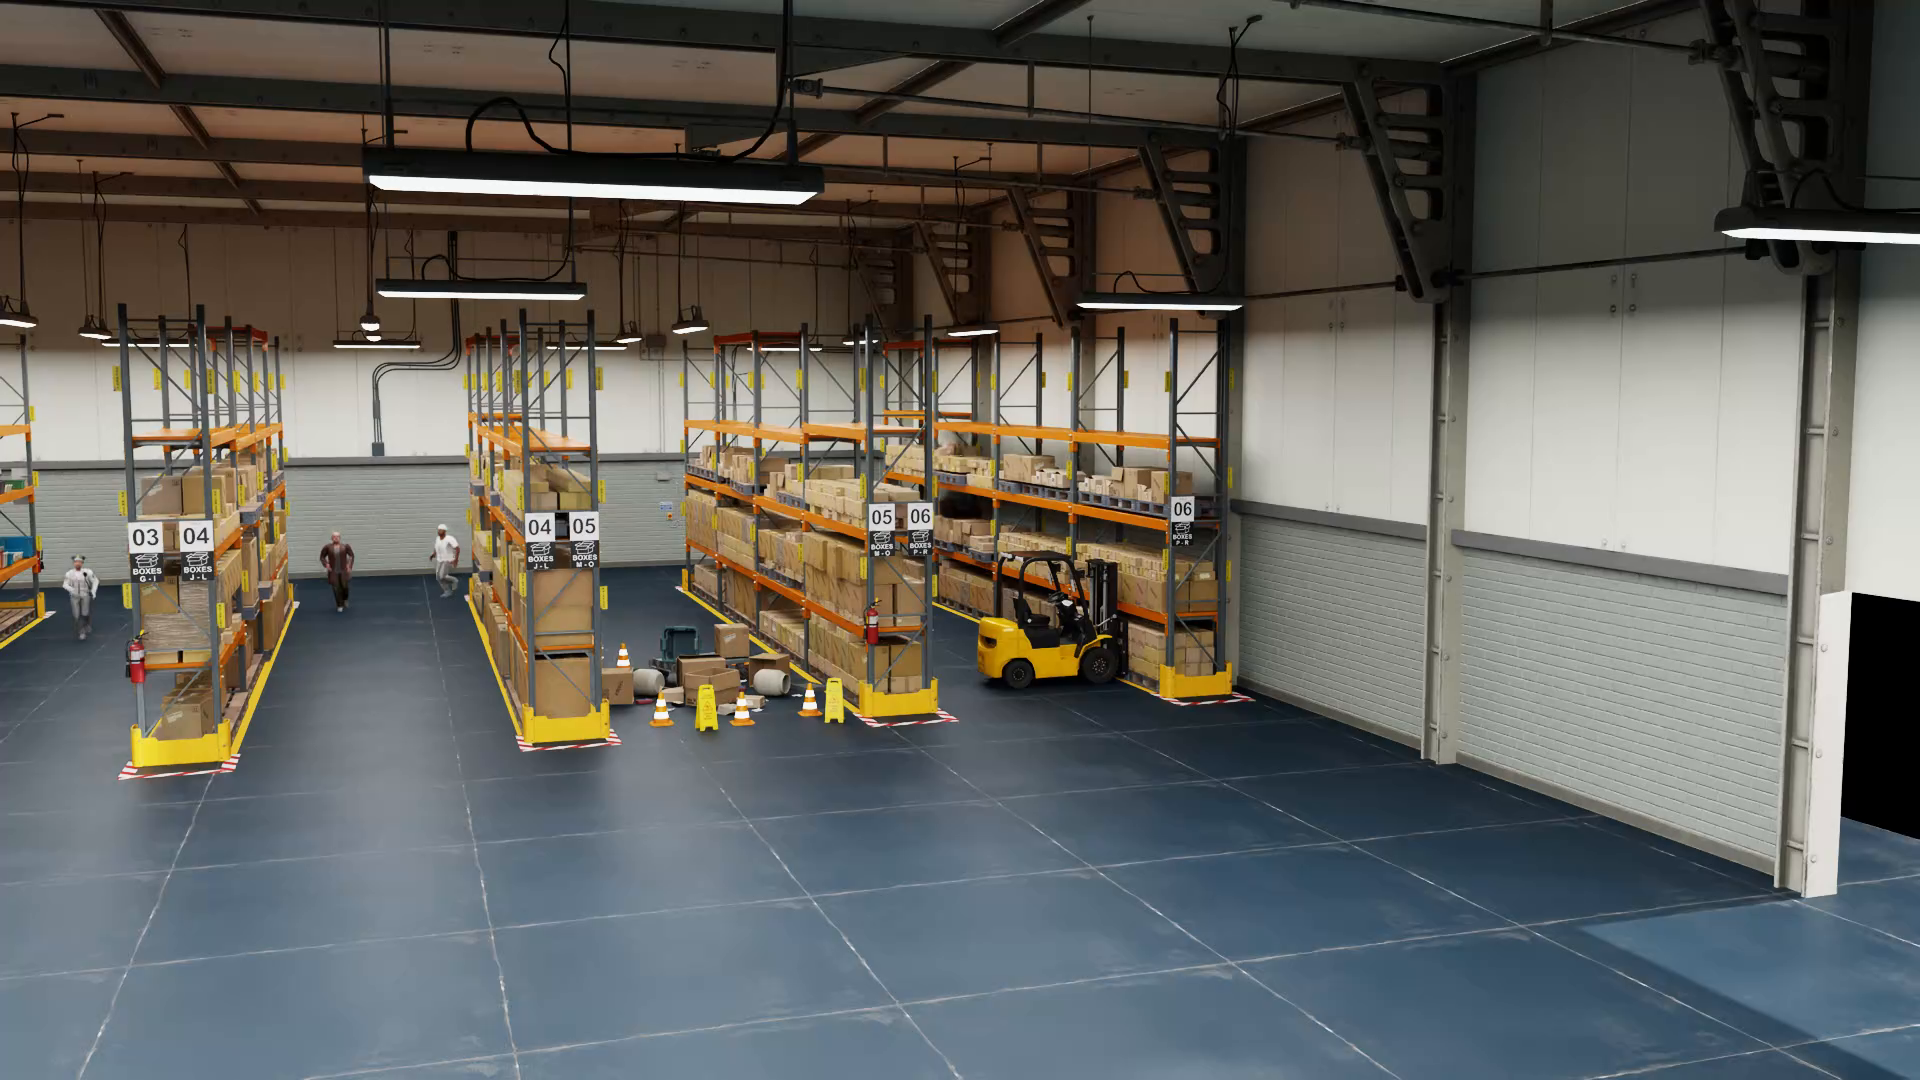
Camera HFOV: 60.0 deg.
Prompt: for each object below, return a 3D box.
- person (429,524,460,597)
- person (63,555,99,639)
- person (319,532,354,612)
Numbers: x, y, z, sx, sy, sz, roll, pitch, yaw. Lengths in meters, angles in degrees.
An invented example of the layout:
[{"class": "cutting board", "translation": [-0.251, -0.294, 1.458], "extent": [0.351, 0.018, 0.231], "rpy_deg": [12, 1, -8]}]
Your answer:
[{"class": "person", "translation": [-12.008, 0.444, 38.763], "extent": [0.712, 1.633, 0.611], "rpy_deg": [3, 6, 31]}, {"class": "person", "translation": [-17.127, 1.111, 32.381], "extent": [0.604, 1.659, 0.538], "rpy_deg": [-2, 6, -20]}, {"class": "person", "translation": [-13.615, 0.693, 36.346], "extent": [0.719, 1.745, 0.641], "rpy_deg": [-2, 6, -20]}]
